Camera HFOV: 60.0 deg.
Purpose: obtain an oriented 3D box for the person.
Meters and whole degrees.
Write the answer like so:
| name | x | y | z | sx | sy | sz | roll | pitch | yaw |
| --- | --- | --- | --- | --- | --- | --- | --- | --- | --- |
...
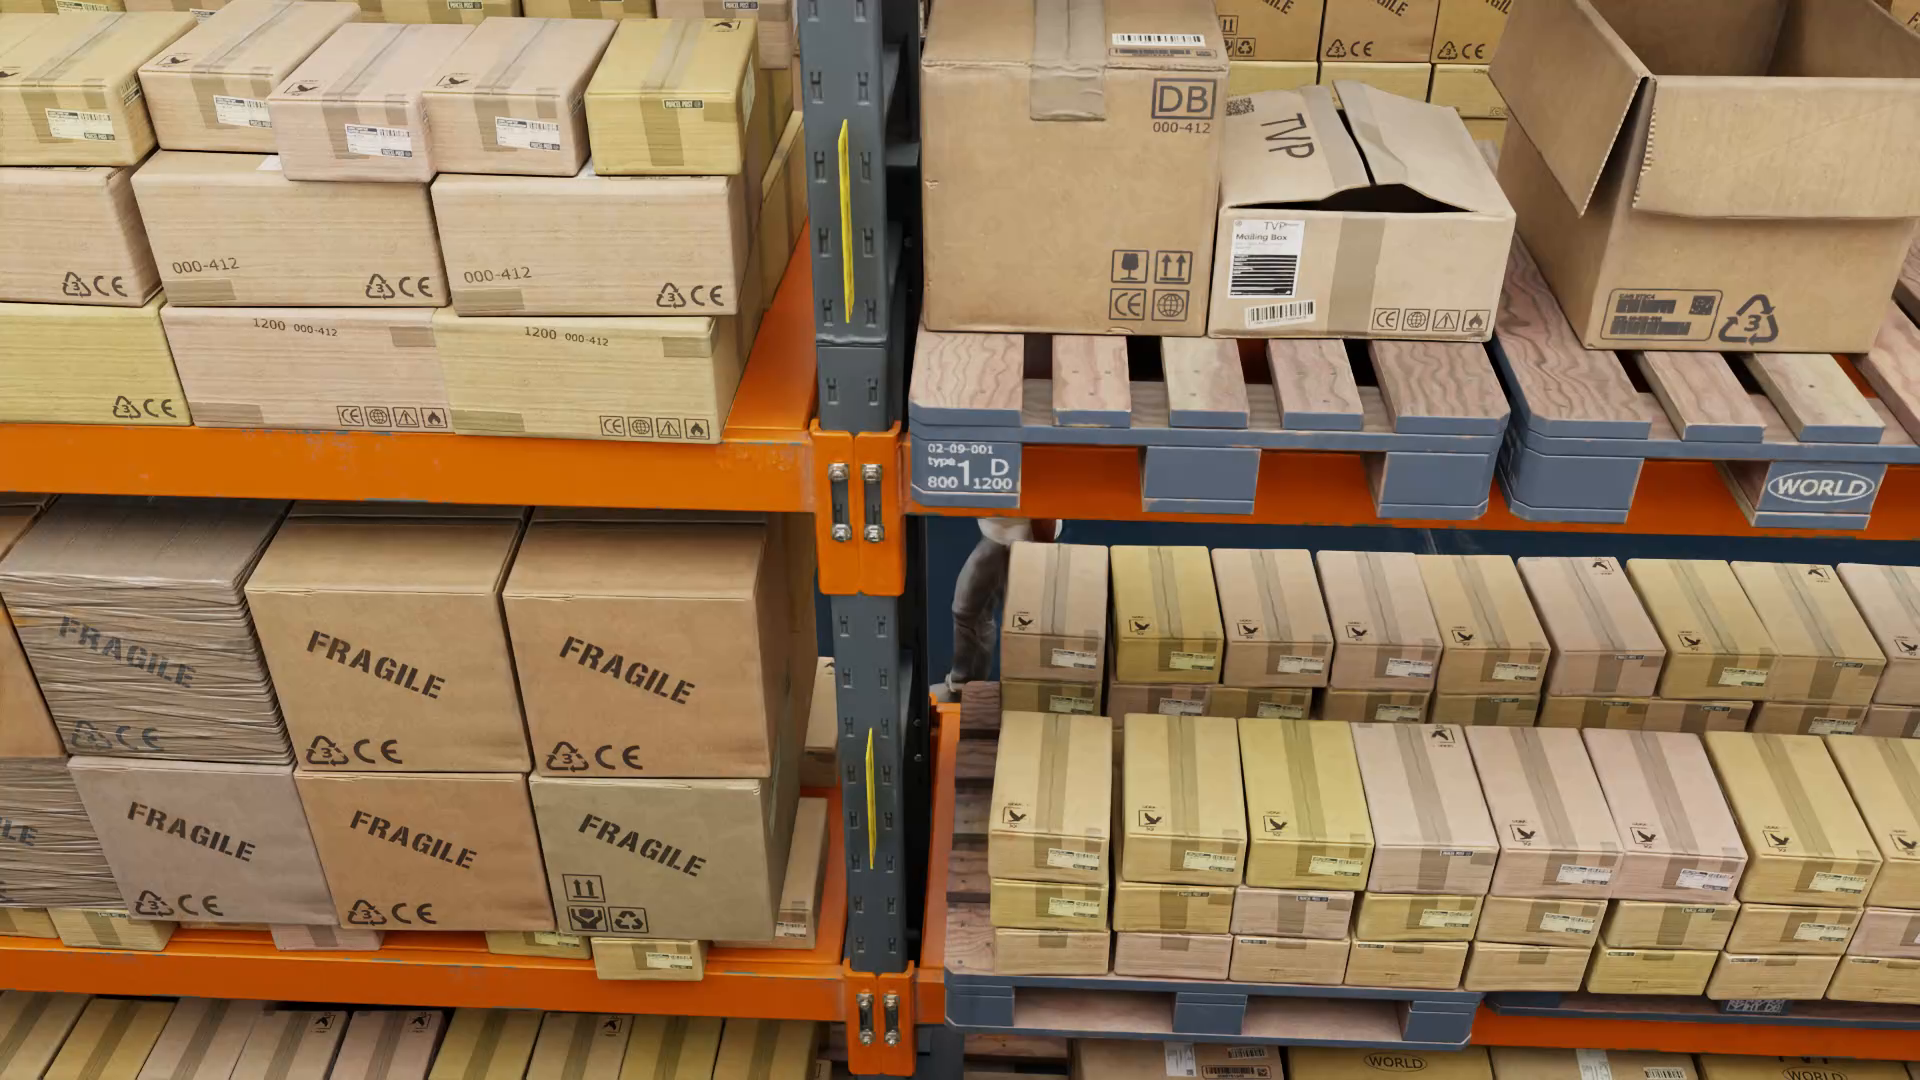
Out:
| name | x | y | z | sx | sy | sz | roll | pitch | yaw |
| --- | --- | --- | --- | --- | --- | --- | --- | --- | --- |
| person | 0.253 | -0.097 | 6.264 | 0.949 | 1.738 | 0.586 | -2 | 36 | -3 |
